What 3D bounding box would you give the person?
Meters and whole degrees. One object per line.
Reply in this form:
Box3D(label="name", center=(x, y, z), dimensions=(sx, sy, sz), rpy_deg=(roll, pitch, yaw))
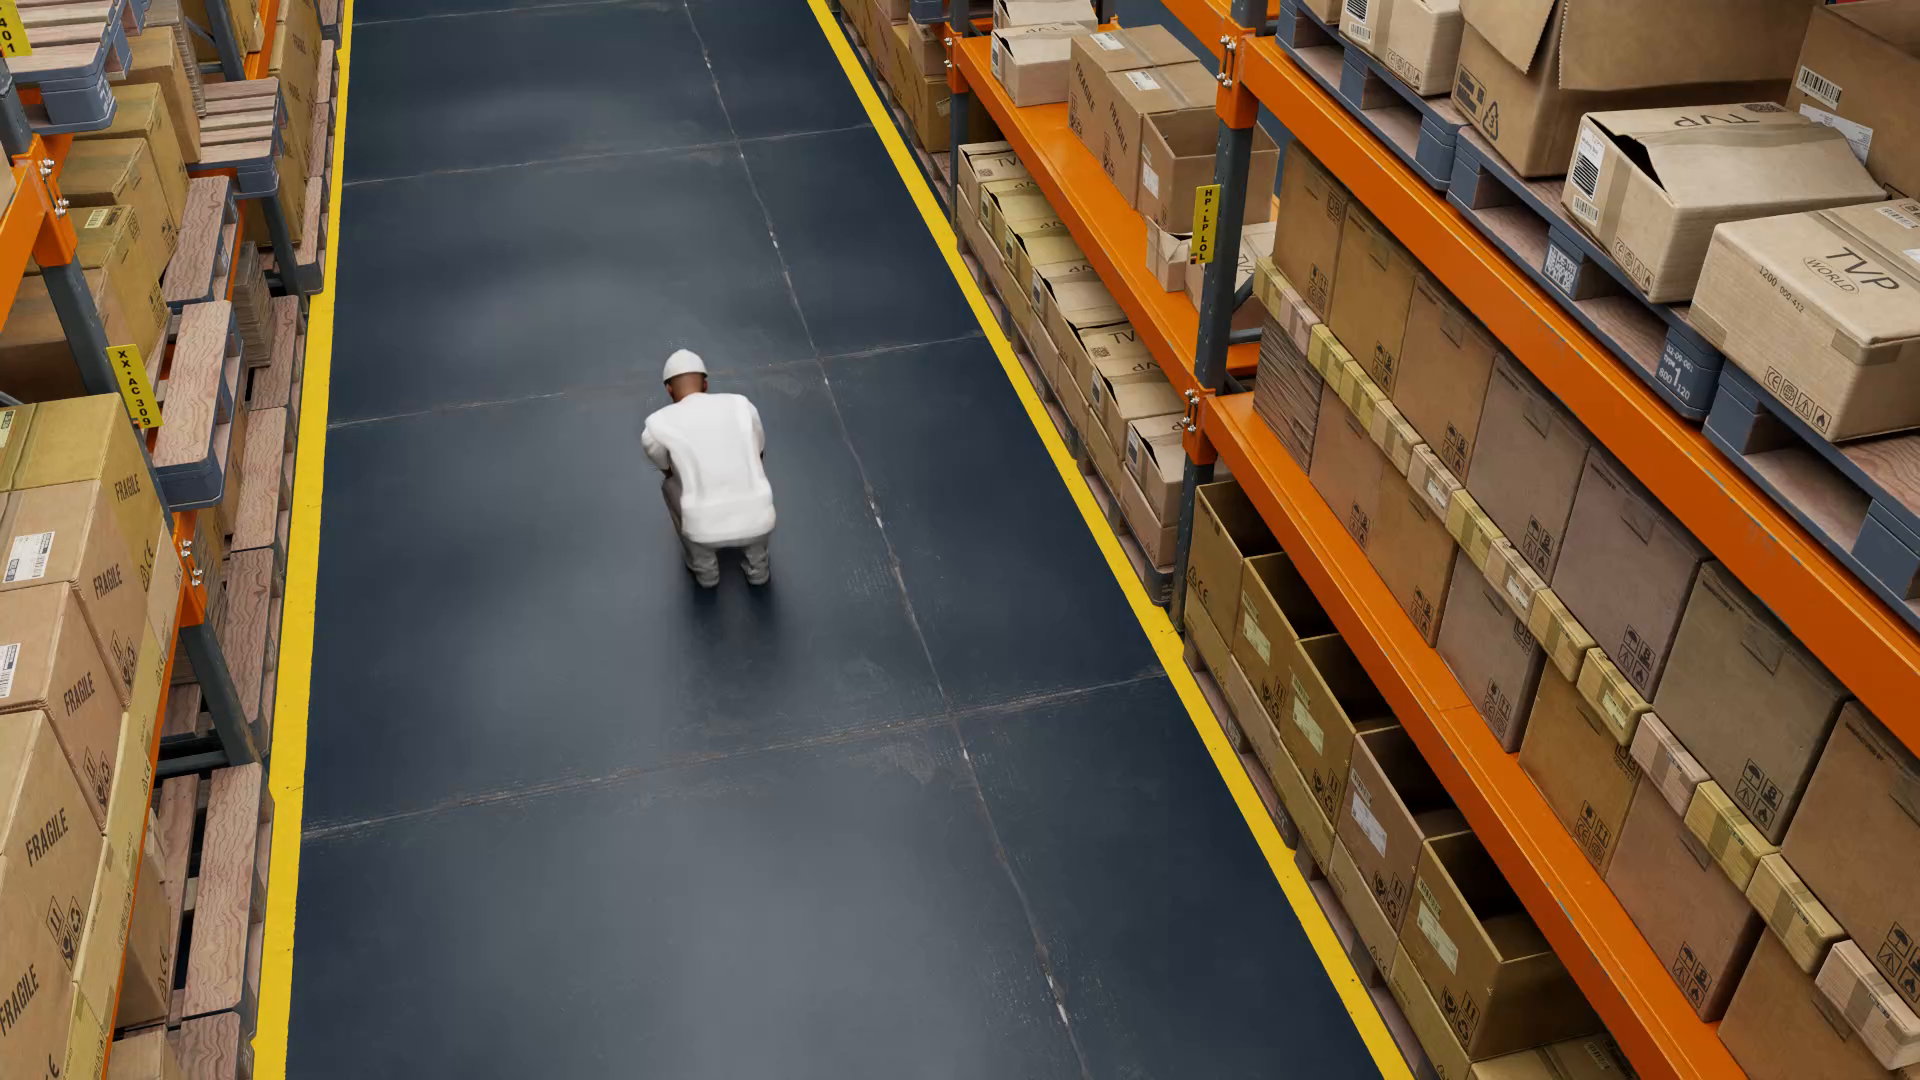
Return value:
Box3D(label="person", center=(-1.164, -0.320, 7.733), dimensions=(0.573, 1.004, 0.881), rpy_deg=(-10, 39, -12))
